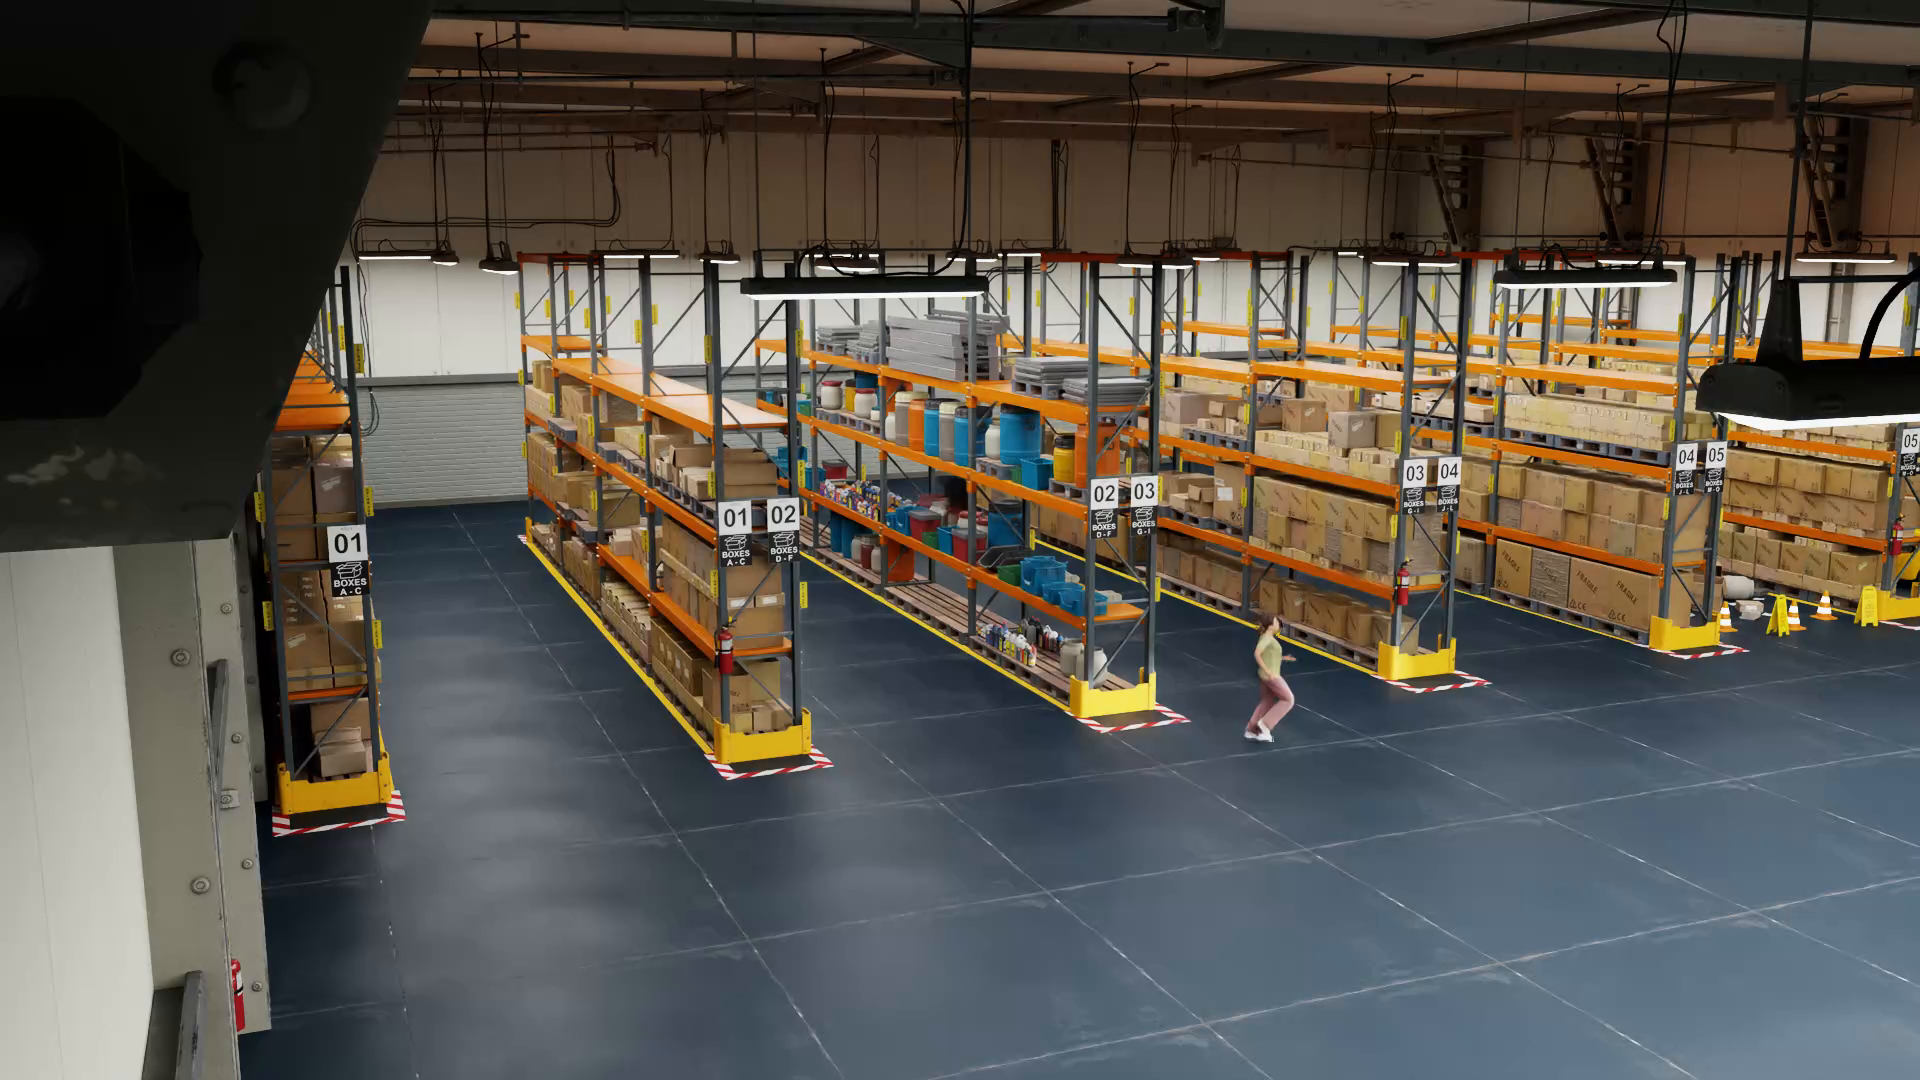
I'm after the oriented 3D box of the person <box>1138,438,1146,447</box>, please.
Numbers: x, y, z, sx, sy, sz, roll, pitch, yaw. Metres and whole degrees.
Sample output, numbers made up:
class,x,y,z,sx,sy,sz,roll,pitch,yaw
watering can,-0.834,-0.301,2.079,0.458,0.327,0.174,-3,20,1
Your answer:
class,x,y,z,sx,sy,sz,roll,pitch,yaw
person,4.450,-1.980,41.414,0.528,1.633,0.789,8,13,37

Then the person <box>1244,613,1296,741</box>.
class,x,y,z,sx,sy,sz,roll,pitch,yaw
person,3.926,1.729,20.962,0.608,1.641,0.560,0,10,-1
